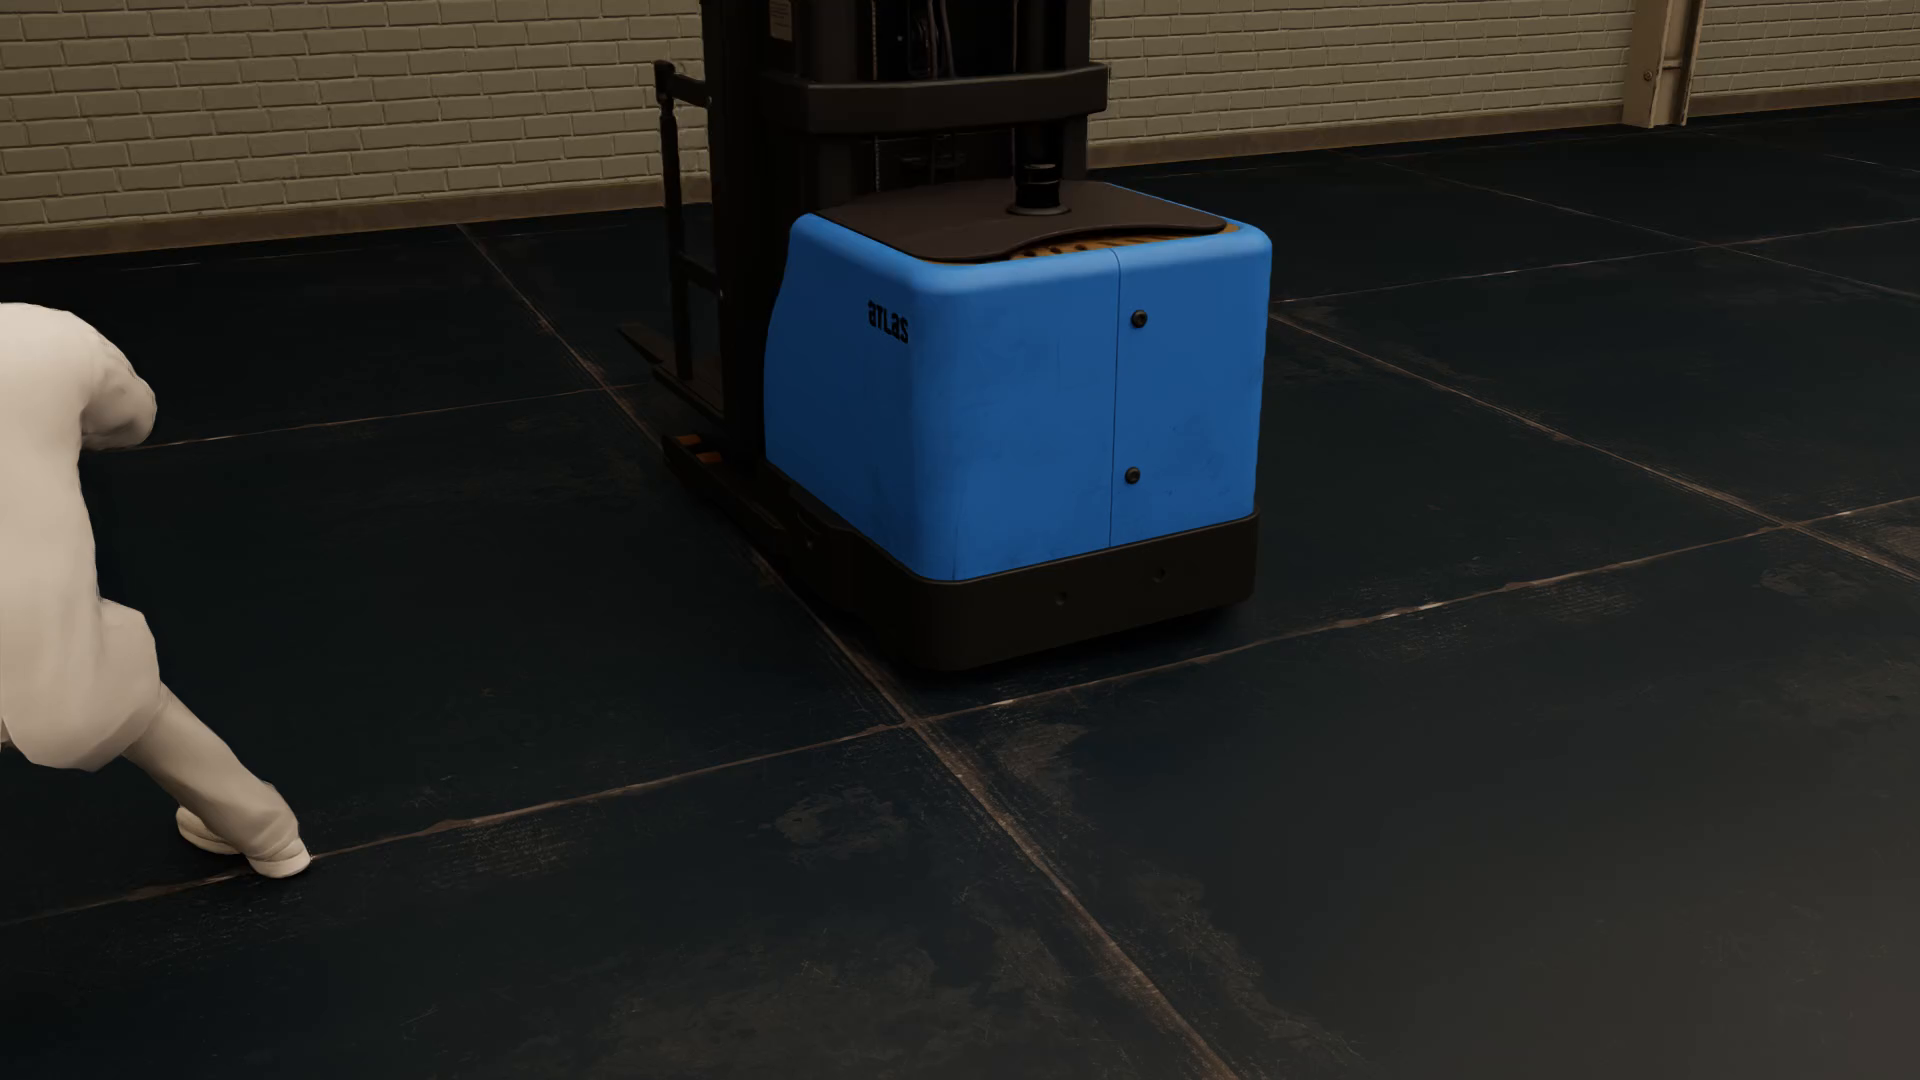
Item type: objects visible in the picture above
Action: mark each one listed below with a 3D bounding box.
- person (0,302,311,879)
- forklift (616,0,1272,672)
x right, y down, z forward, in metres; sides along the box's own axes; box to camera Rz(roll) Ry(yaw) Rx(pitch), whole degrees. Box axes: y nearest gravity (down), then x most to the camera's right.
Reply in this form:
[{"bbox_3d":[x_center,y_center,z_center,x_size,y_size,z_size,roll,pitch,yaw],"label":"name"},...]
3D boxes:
[{"bbox_3d":[-1.779,0.134,2.785,0.730,1.533,1.217,20,30,40],"label":"person"},{"bbox_3d":[-0.338,-1.551,5.019,1.130,2.935,3.031,-12,25,-26],"label":"forklift"}]
